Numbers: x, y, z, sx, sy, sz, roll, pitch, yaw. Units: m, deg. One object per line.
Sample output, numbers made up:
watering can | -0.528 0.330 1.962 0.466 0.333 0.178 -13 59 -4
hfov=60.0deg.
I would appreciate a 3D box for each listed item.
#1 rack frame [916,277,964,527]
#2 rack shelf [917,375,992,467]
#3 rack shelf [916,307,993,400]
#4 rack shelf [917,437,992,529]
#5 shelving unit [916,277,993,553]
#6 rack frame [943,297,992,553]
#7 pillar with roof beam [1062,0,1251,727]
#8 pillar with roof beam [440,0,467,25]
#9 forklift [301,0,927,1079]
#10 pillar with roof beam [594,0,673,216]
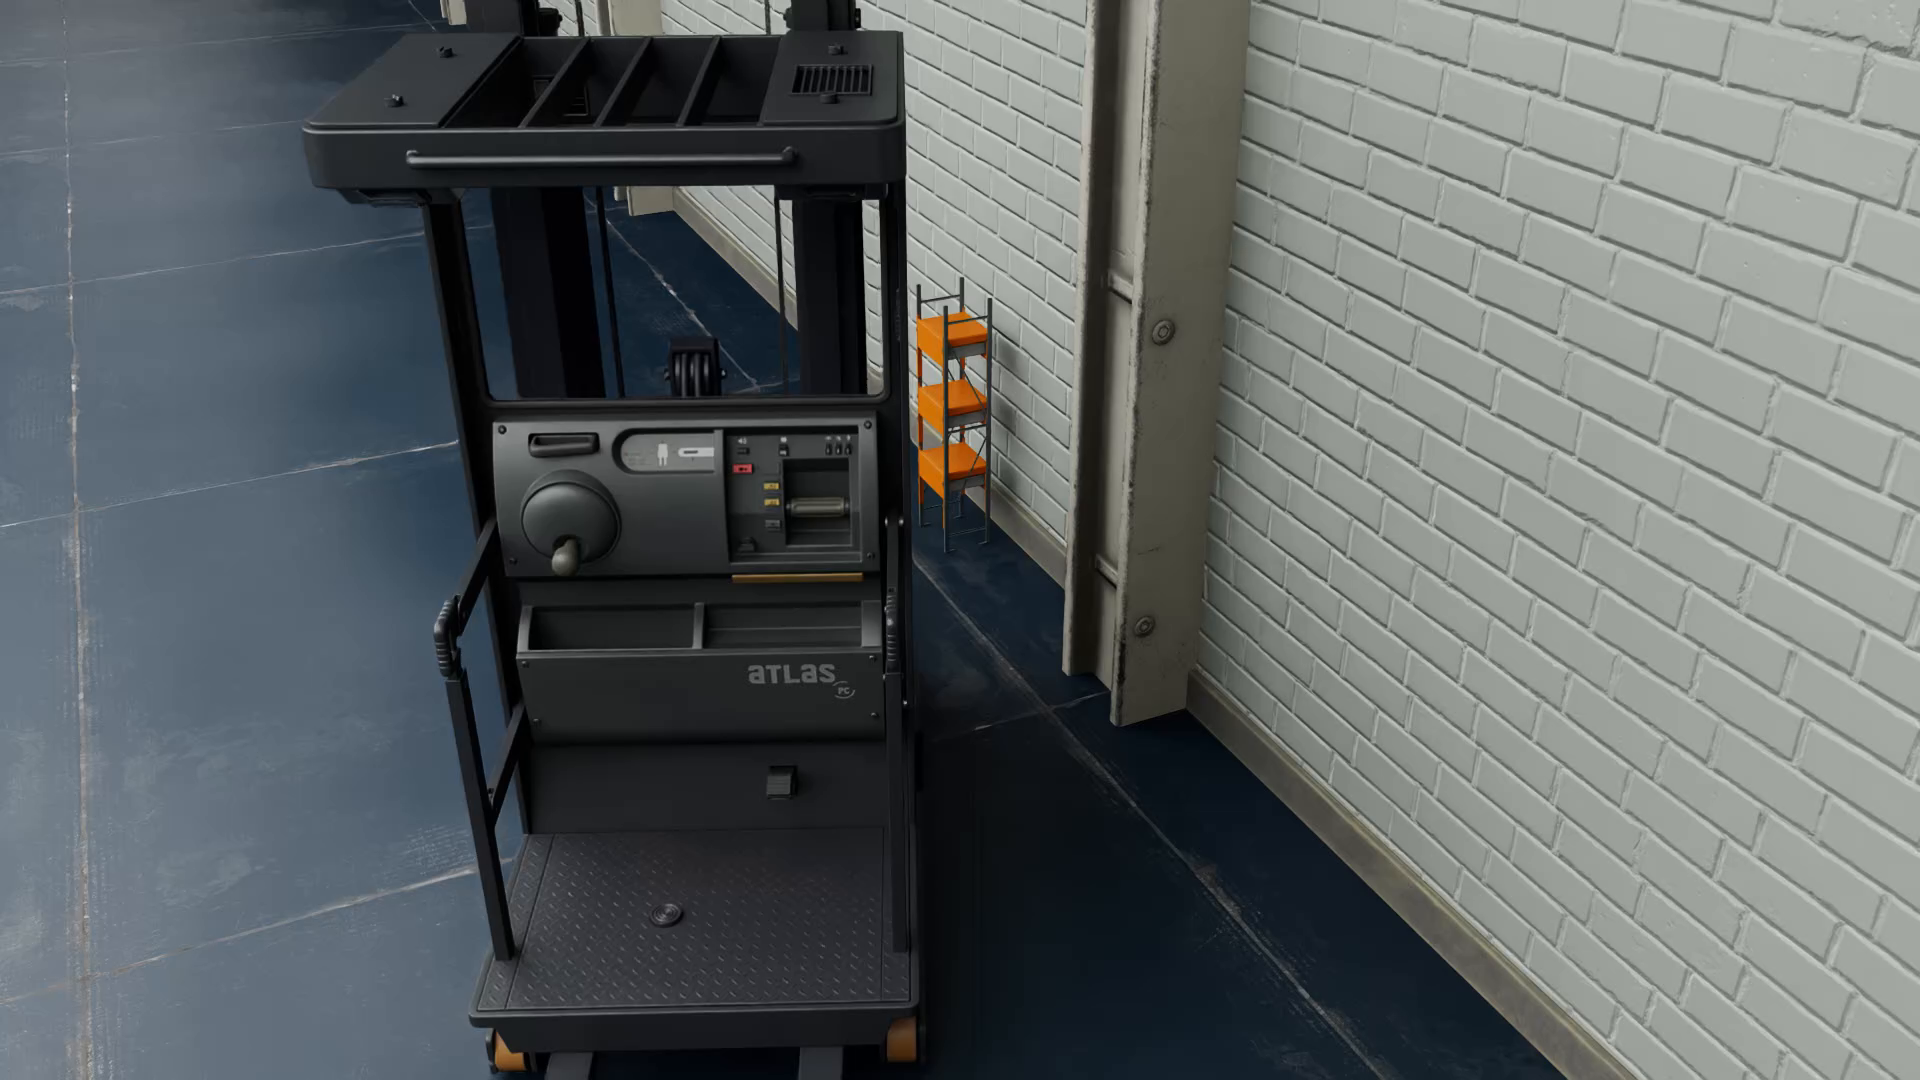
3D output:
rack frame | -0.075 -0.535 6.631 0.200 1.050 0.008 -13 32 -22
rack shelf | -0.023 -0.472 6.541 0.215 0.259 0.240 -13 32 -22
rack shelf | -0.023 -0.720 6.402 0.215 0.259 0.240 -13 32 -22
rack shelf | -0.023 -0.230 6.676 0.215 0.259 0.240 -13 32 -22
shelving unit | -0.023 -0.482 6.535 0.215 1.050 0.252 -13 32 -22
rack frame | 0.029 -0.428 6.439 0.200 1.050 0.008 -13 32 -22
pillar with roof beam | -3.303 -2.507 2.021 9.100 9.000 0.400 -13 32 -22
pillar with roof beam | -8.454 -7.808 11.474 9.100 9.000 0.400 -13 32 -22
forklift | -0.655 -0.065 3.870 1.130 2.935 3.031 -1 29 -2
pillar with roof beam | -5.879 -5.158 6.747 9.100 9.000 0.400 -13 32 -22
